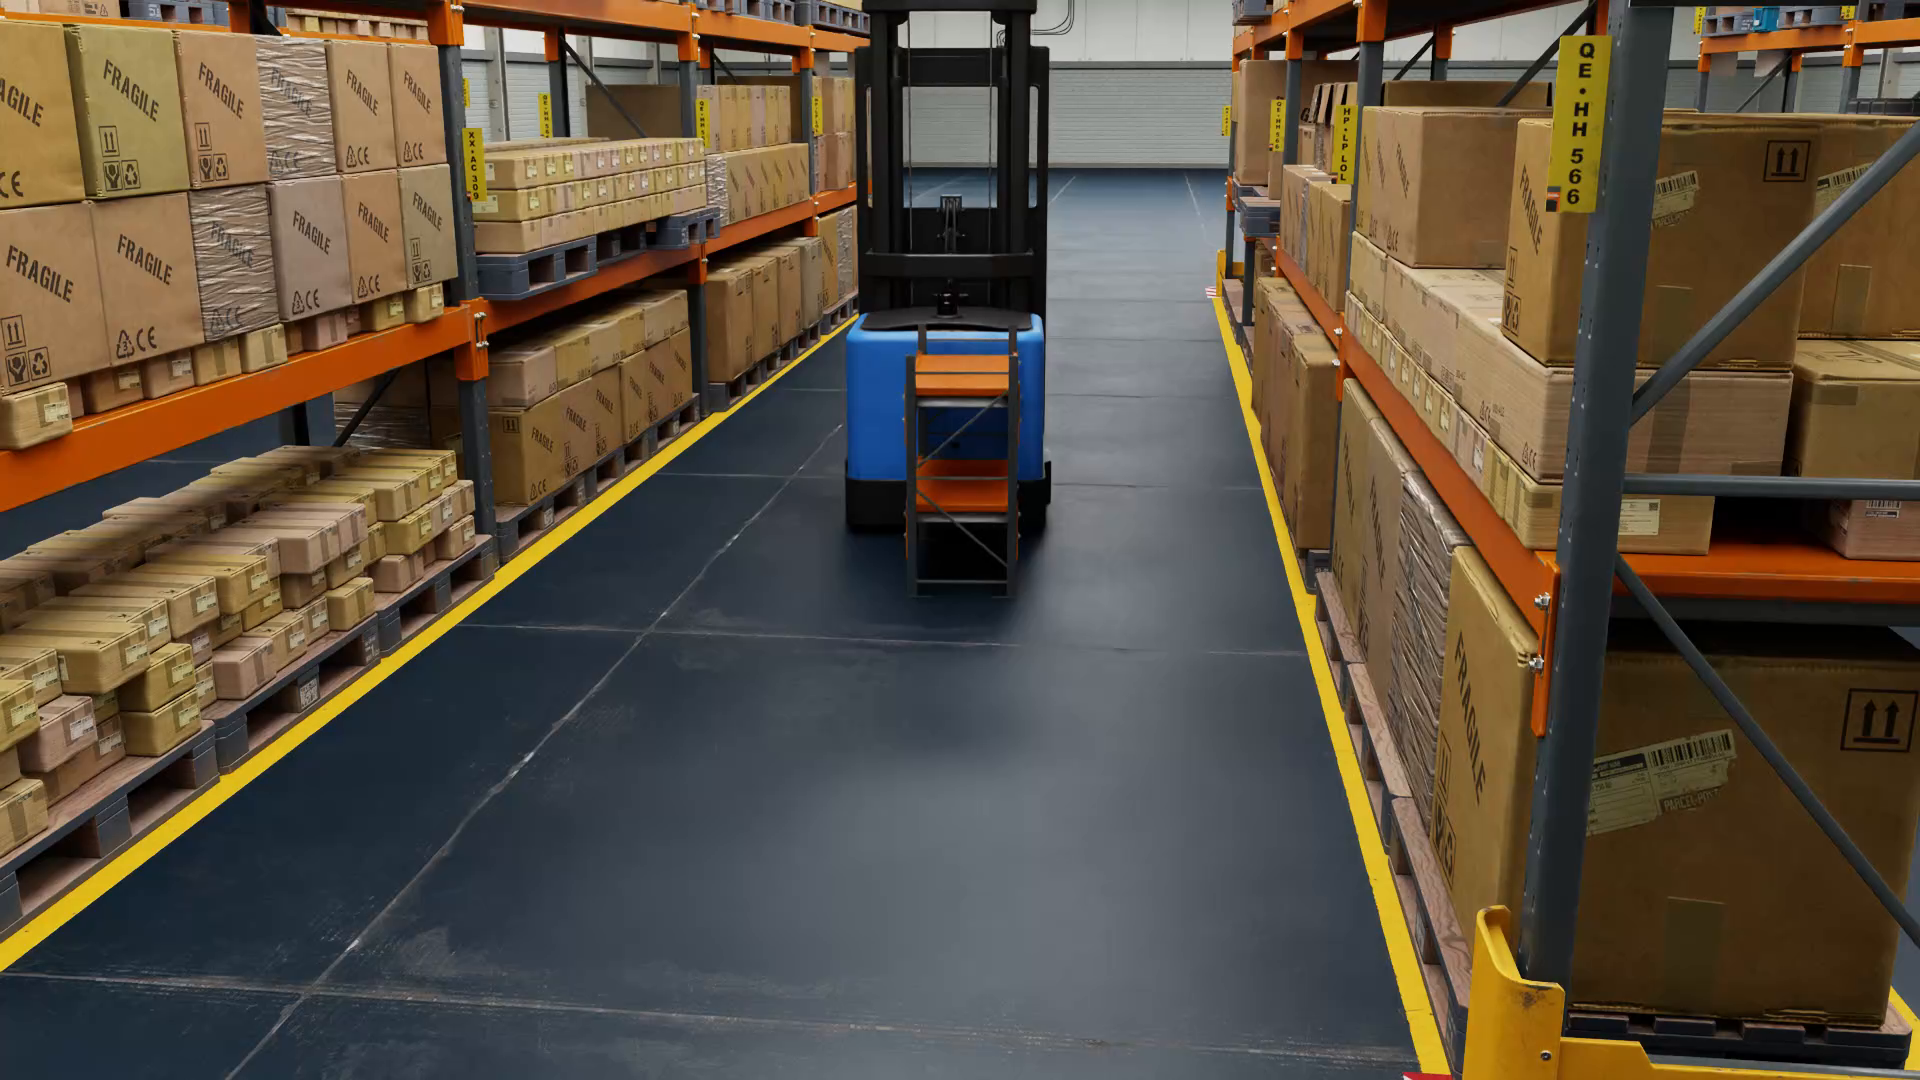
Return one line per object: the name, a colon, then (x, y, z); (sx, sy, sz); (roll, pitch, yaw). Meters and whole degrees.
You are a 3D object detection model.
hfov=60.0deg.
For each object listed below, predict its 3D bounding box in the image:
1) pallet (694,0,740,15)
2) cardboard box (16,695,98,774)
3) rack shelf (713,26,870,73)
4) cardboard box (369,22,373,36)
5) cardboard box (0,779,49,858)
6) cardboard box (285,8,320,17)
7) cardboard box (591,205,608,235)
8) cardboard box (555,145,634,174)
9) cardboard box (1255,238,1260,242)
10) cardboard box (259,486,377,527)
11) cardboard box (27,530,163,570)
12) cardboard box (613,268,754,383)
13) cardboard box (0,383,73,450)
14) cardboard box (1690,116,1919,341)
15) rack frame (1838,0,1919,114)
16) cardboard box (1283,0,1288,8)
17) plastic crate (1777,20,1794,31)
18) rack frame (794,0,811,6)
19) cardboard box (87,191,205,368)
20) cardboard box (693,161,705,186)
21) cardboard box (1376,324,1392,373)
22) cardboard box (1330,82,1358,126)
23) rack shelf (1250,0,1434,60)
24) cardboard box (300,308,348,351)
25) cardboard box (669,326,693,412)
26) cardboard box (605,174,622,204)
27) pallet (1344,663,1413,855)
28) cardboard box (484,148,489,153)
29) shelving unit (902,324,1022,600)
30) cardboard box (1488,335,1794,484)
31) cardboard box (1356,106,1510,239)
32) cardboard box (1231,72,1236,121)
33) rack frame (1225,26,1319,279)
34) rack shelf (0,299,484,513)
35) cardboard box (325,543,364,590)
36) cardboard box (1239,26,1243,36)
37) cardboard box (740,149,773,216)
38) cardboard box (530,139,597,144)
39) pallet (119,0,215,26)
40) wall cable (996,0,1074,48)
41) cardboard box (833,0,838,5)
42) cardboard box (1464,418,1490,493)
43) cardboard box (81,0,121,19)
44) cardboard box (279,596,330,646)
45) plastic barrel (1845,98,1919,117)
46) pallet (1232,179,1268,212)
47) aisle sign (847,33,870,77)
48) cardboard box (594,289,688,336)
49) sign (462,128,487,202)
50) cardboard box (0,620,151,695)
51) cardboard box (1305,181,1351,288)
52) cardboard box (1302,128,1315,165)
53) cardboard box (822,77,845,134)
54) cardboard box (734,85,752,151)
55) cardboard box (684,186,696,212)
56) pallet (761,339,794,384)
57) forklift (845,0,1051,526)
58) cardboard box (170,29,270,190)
pallet: (-2.282, -3.866, 11.828); (1.213, 0.211, 1.003); (2, 15, 9)
cardboard box: (-2.803, 0.566, 4.908); (0.380, 0.149, 0.250); (2, 15, 6)
rack shelf: (-1.624, -4.998, 17.029); (1.077, 0.370, 4.000); (2, 15, 6)
cardboard box: (-6.326, -5.299, 17.246); (0.380, 0.149, 0.250); (2, 15, 7)
cardboard box: (-2.827, 0.781, 4.683); (0.380, 0.149, 0.250); (2, 15, 7)
cardboard box: (-6.458, -5.123, 15.832); (0.500, 0.250, 0.500); (1, 15, 5)
cardboard box: (-2.136, -1.741, 9.032); (0.380, 0.149, 0.250); (1, 15, 4)
cardboard box: (-2.080, -2.166, 9.463); (0.380, 0.149, 0.250); (2, 15, 8)
cardboard box: (3.431, -3.078, 18.282); (0.500, 0.500, 0.500); (5, 16, 17)
cardboard box: (-2.652, -0.120, 6.876); (0.380, 0.149, 0.250); (2, 15, 8)
cardboard box: (-3.199, 0.071, 6.171); (0.380, 0.149, 0.250); (2, 15, 7)
cardboard box: (-2.143, -1.613, 12.385); (1.050, 0.750, 0.750); (1, 15, 5)
cardboard box: (-2.771, -0.354, 4.707); (0.380, 0.149, 0.250); (1, 15, 5)
cardboard box: (2.092, -0.773, 4.055); (0.500, 0.500, 0.500); (1, 15, 5)
rack frame: (7.988, -3.060, 14.232); (1.000, 3.000, 0.127); (2, 15, 6)
cardboard box: (2.425, -3.674, 11.045); (0.500, 0.250, 0.500); (2, 15, 6)
plastic crate: (7.767, -4.809, 15.458); (0.243, 0.136, 0.396); (2, 15, 6)
rack frame: (-1.850, -6.274, 14.625); (1.000, 3.000, 0.127); (2, 15, 6)
cardboard box: (-2.776, -0.832, 5.232); (0.500, 0.500, 0.500); (2, 15, 7)
cardboard box: (-1.905, -2.424, 10.987); (0.380, 0.149, 0.250); (2, 15, 7)
cardboard box: (1.685, -0.672, 5.881); (0.380, 0.149, 0.250); (1, 15, 5)
cardboard box: (2.371, -2.169, 8.822); (0.797, 0.503, 0.637); (2, 15, 8)
rack shelf: (2.841, -3.788, 12.555); (1.077, 0.370, 4.000); (2, 15, 6)
cardboard box: (-2.617, -0.826, 6.451); (0.380, 0.149, 0.250); (1, 15, 4)
cardboard box: (-2.116, -1.158, 11.184); (0.500, 0.500, 0.500); (2, 15, 6)
cardboard box: (-2.108, -1.957, 9.261); (0.380, 0.149, 0.250); (1, 15, 5)
pallet: (1.865, 0.727, 5.568); (1.003, 0.211, 1.213); (2, 15, 6)
cardboard box: (-2.780, -2.050, 9.034); (0.380, 0.149, 0.250); (1, 15, 4)
shelving unit: (0.023, -0.408, 8.015); (0.538, 1.125, 1.048); (0, 15, 2)
cardboard box: (1.504, -0.298, 3.736); (0.500, 0.250, 0.500); (1, 15, 5)
cardboard box: (1.856, -1.447, 6.549); (0.500, 0.500, 0.500); (2, 15, 6)
cardboard box: (3.122, -4.654, 17.449); (0.500, 0.500, 0.500); (2, 15, 6)
rack frame: (3.518, -4.243, 18.608); (1.000, 3.000, 0.127); (2, 15, 6)
rack shelf: (-2.979, -0.437, 5.911); (1.077, 0.370, 4.000); (2, 15, 6)
cardboard box: (-2.639, 0.087, 6.681); (0.380, 0.149, 0.250); (2, 15, 8)
cardboard box: (3.095, -5.239, 16.832); (0.500, 0.250, 0.500); (2, 15, 6)
cardboard box: (-1.812, -2.889, 13.409); (0.500, 0.500, 0.500); (2, 15, 6)
cardboard box: (-2.574, -2.525, 10.792); (0.380, 0.149, 0.250); (1, 15, 5)
pallet: (-7.069, -4.429, 13.908); (1.213, 0.211, 1.003); (2, 15, 6)
wall cable: (2.227, -17.286, 48.835); (2.305, 6.003, 0.169); (2, 15, 6)
cardboard box: (-1.386, -5.237, 16.022); (0.380, 0.149, 0.250); (1, 15, 5)
cardboard box: (1.483, -0.207, 4.163); (0.380, 0.149, 0.250); (2, 15, 6)
cardboard box: (-7.088, -4.355, 13.075); (0.797, 0.503, 0.637); (2, 15, 6)
cardboard box: (-2.672, 0.316, 6.404); (0.380, 0.149, 0.250); (2, 15, 7)
plastic barrel: (7.643, -3.211, 13.829); (0.600, 0.901, 0.708); (2, 15, 6)
pallet: (2.836, -2.919, 14.079); (1.003, 0.211, 1.213); (2, 15, 6)
aisle sign: (-1.093, -5.680, 18.941); (0.394, 0.787, 0.004); (2, 15, 6)
cardboard box: (-2.118, -1.514, 11.061); (0.500, 0.250, 0.500); (1, 15, 5)
sign: (-2.213, -1.707, 7.570); (0.100, 0.325, 0.005); (2, 15, 6)
cardboard box: (-2.740, 0.358, 5.109); (0.380, 0.149, 0.250); (2, 15, 6)
cardboard box: (2.060, -1.572, 8.539); (0.500, 0.500, 0.500); (2, 15, 6)
cardboard box: (2.637, -2.561, 11.389); (0.500, 0.500, 0.500); (0, 15, -1)
cardboard box: (-1.630, -4.349, 16.641); (0.875, 0.550, 0.550); (2, 15, 6)
cardboard box: (-2.072, -3.385, 13.326); (0.700, 0.500, 0.500); (2, 15, 6)
cardboard box: (-1.930, -2.216, 10.789); (0.380, 0.149, 0.250); (2, 15, 6)
pallet: (-1.997, -1.512, 13.851); (1.003, 0.211, 1.213); (2, 15, 6)
forklift: (-0.037, -1.816, 9.764); (1.130, 2.935, 3.031); (0, 15, 2)
cardboard box: (-2.704, -1.447, 5.588); (0.500, 0.500, 0.500); (1, 15, 4)
